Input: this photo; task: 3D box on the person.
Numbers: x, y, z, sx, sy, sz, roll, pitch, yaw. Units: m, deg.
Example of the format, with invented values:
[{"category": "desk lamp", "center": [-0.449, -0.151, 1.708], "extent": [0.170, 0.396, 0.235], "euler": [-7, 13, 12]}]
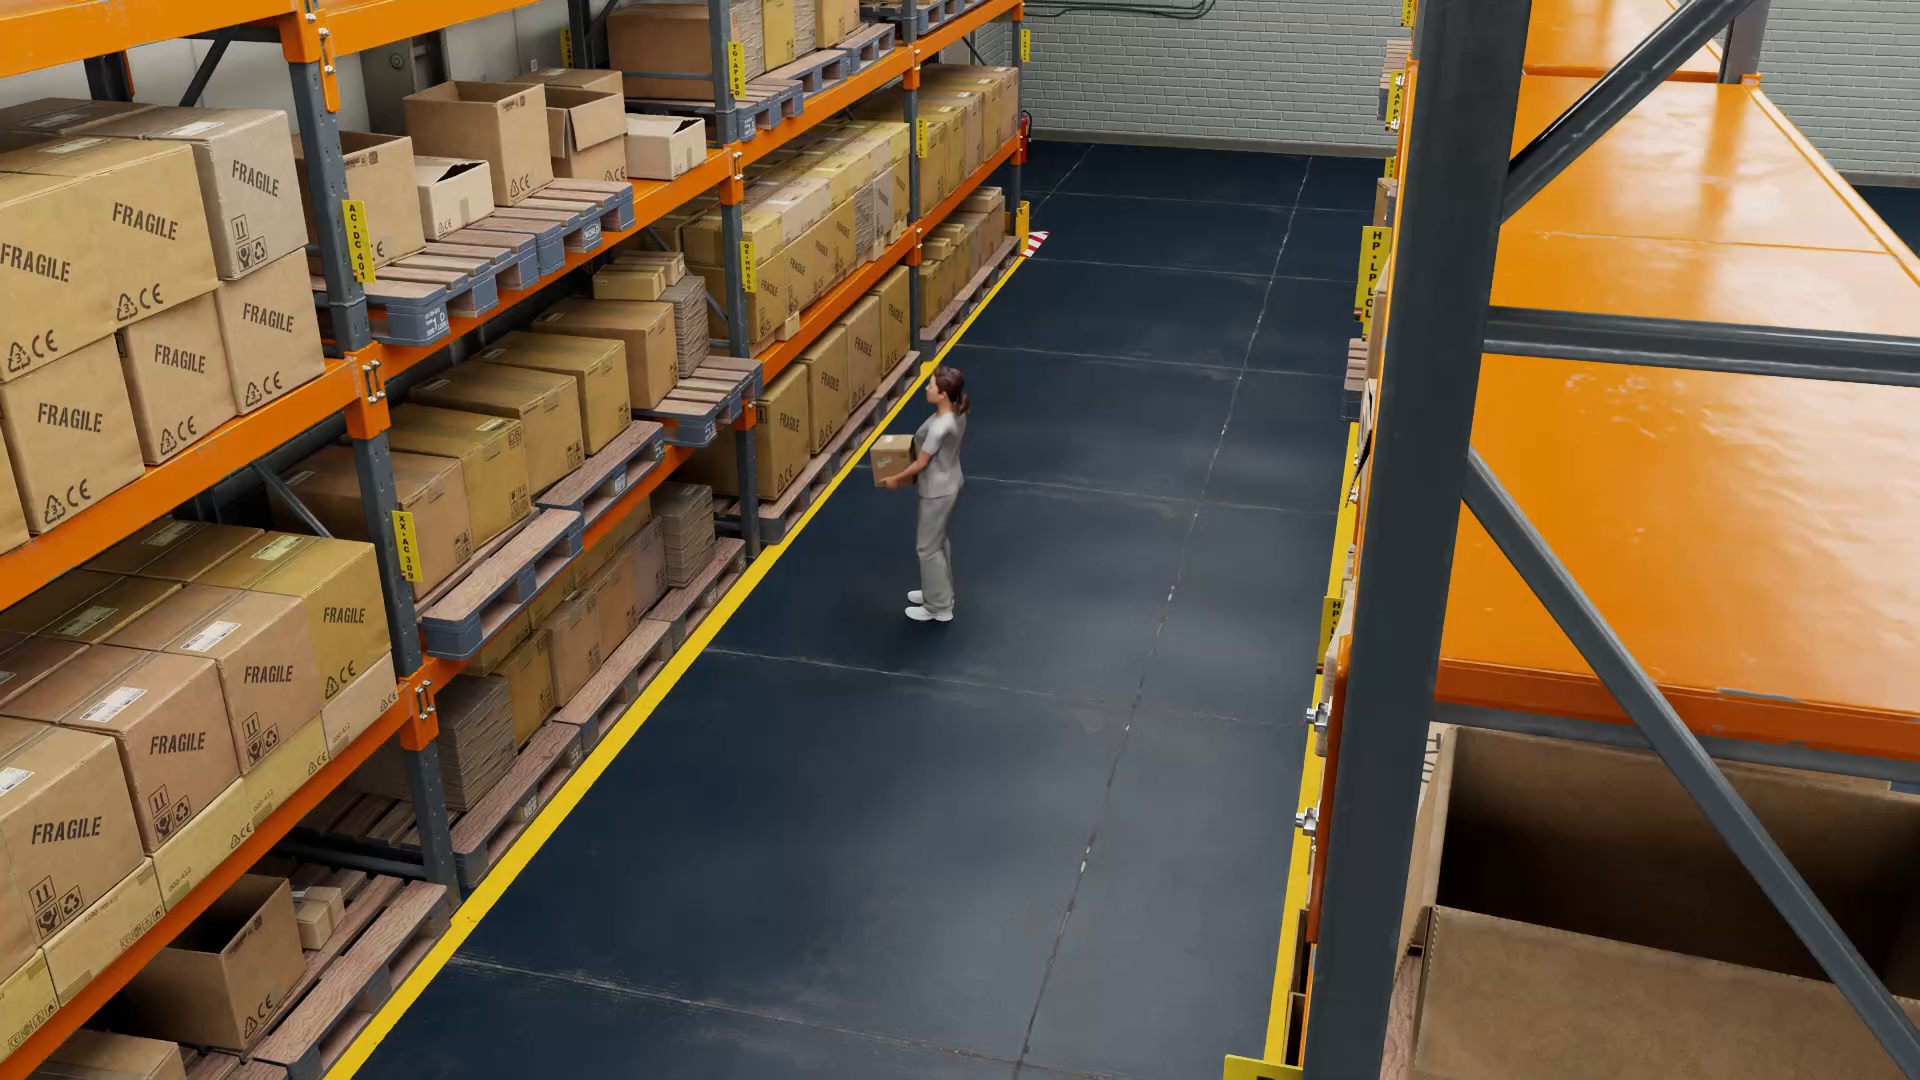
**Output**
[{"category": "person", "center": [-0.198, -0.302, 10.351], "extent": [0.556, 1.665, 0.436], "euler": [7, 26, 14]}]
